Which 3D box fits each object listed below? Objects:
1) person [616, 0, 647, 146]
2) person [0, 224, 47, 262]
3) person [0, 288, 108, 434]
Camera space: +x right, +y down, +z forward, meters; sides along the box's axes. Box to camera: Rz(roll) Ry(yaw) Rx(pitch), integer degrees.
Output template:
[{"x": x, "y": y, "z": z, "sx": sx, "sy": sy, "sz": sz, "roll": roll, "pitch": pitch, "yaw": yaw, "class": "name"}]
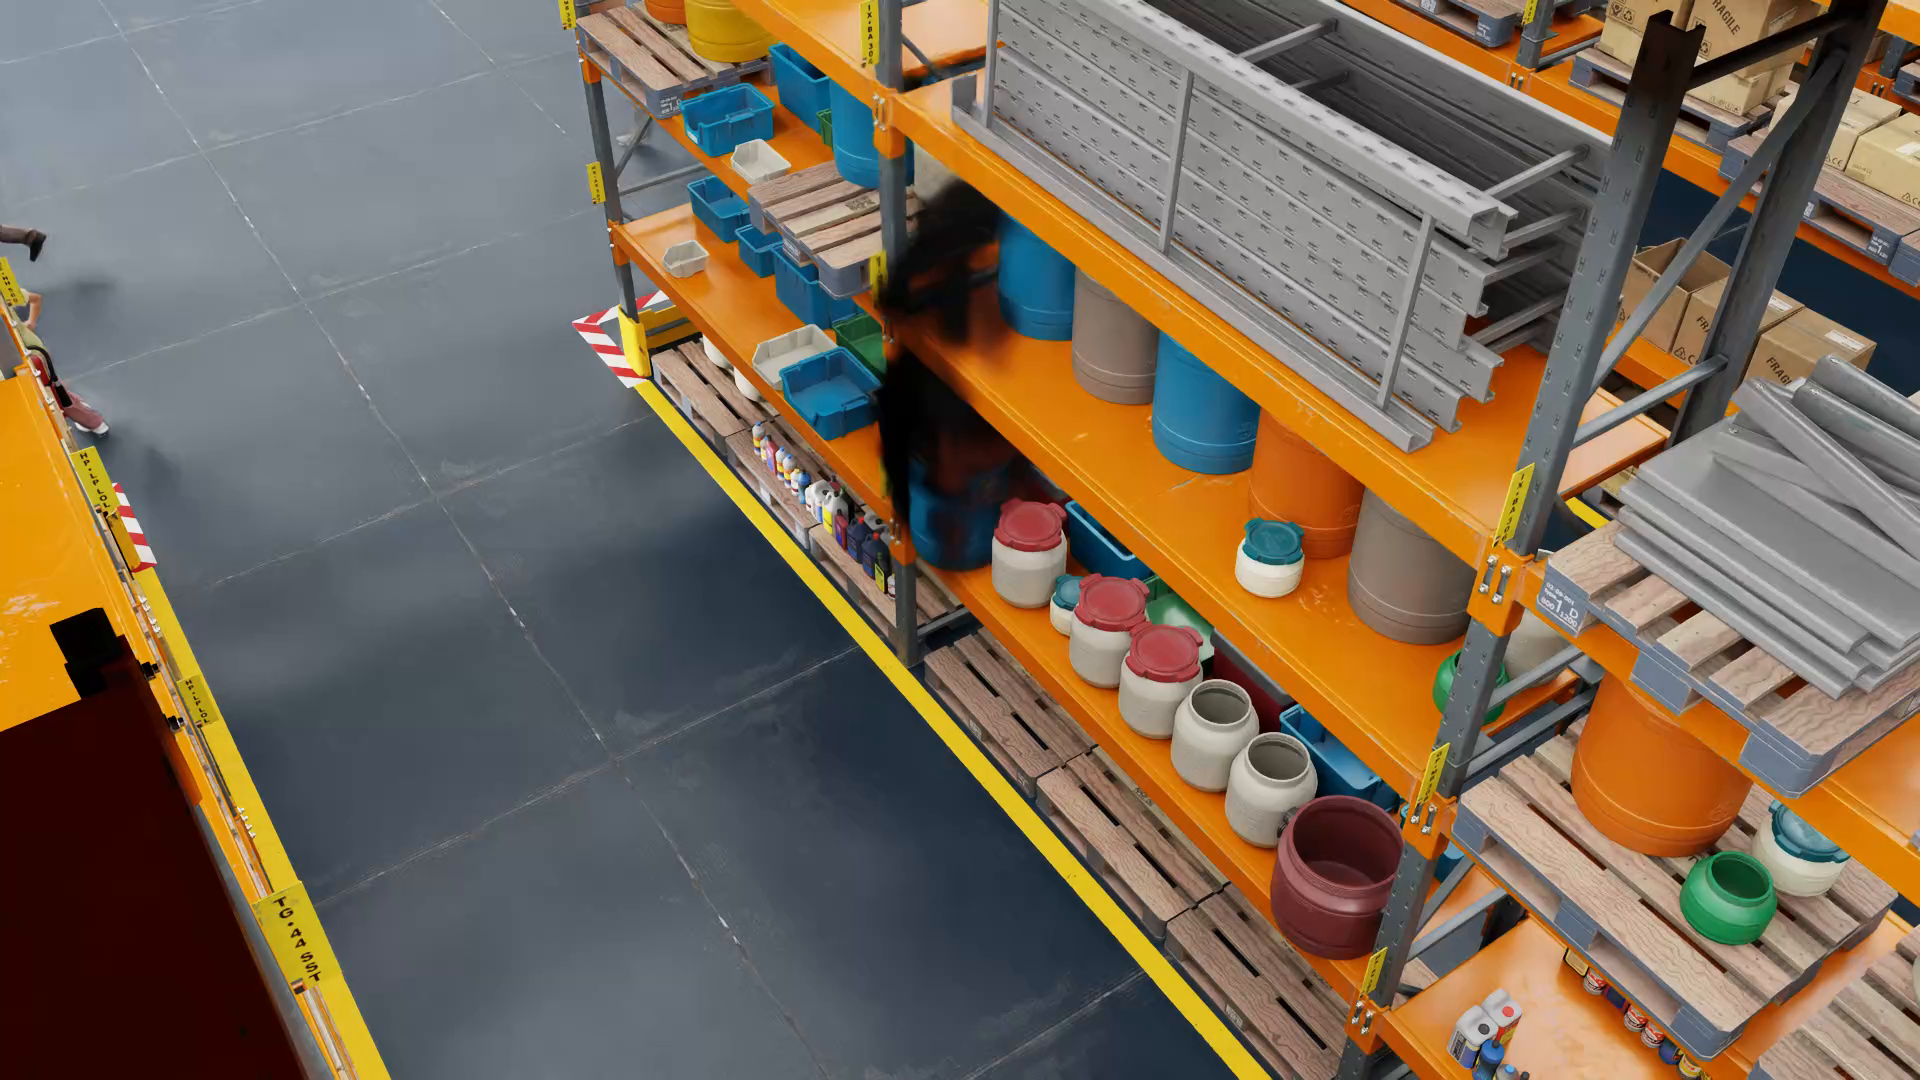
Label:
[{"x": -2.823, "y": -4.471, "z": 15.351, "sx": 0.931, "sy": 1.672, "sz": 0.580, "roll": -8, "pitch": 43, "yaw": -8, "class": "person"}, {"x": -8.072, "y": -2.792, "z": 13.556, "sx": 0.720, "sy": 1.688, "sz": 0.659, "roll": -7, "pitch": 43, "yaw": -7, "class": "person"}, {"x": -6.776, "y": -1.319, "z": 12.023, "sx": 0.608, "sy": 1.635, "sz": 0.692, "roll": 4, "pitch": 43, "yaw": 4, "class": "person"}]
